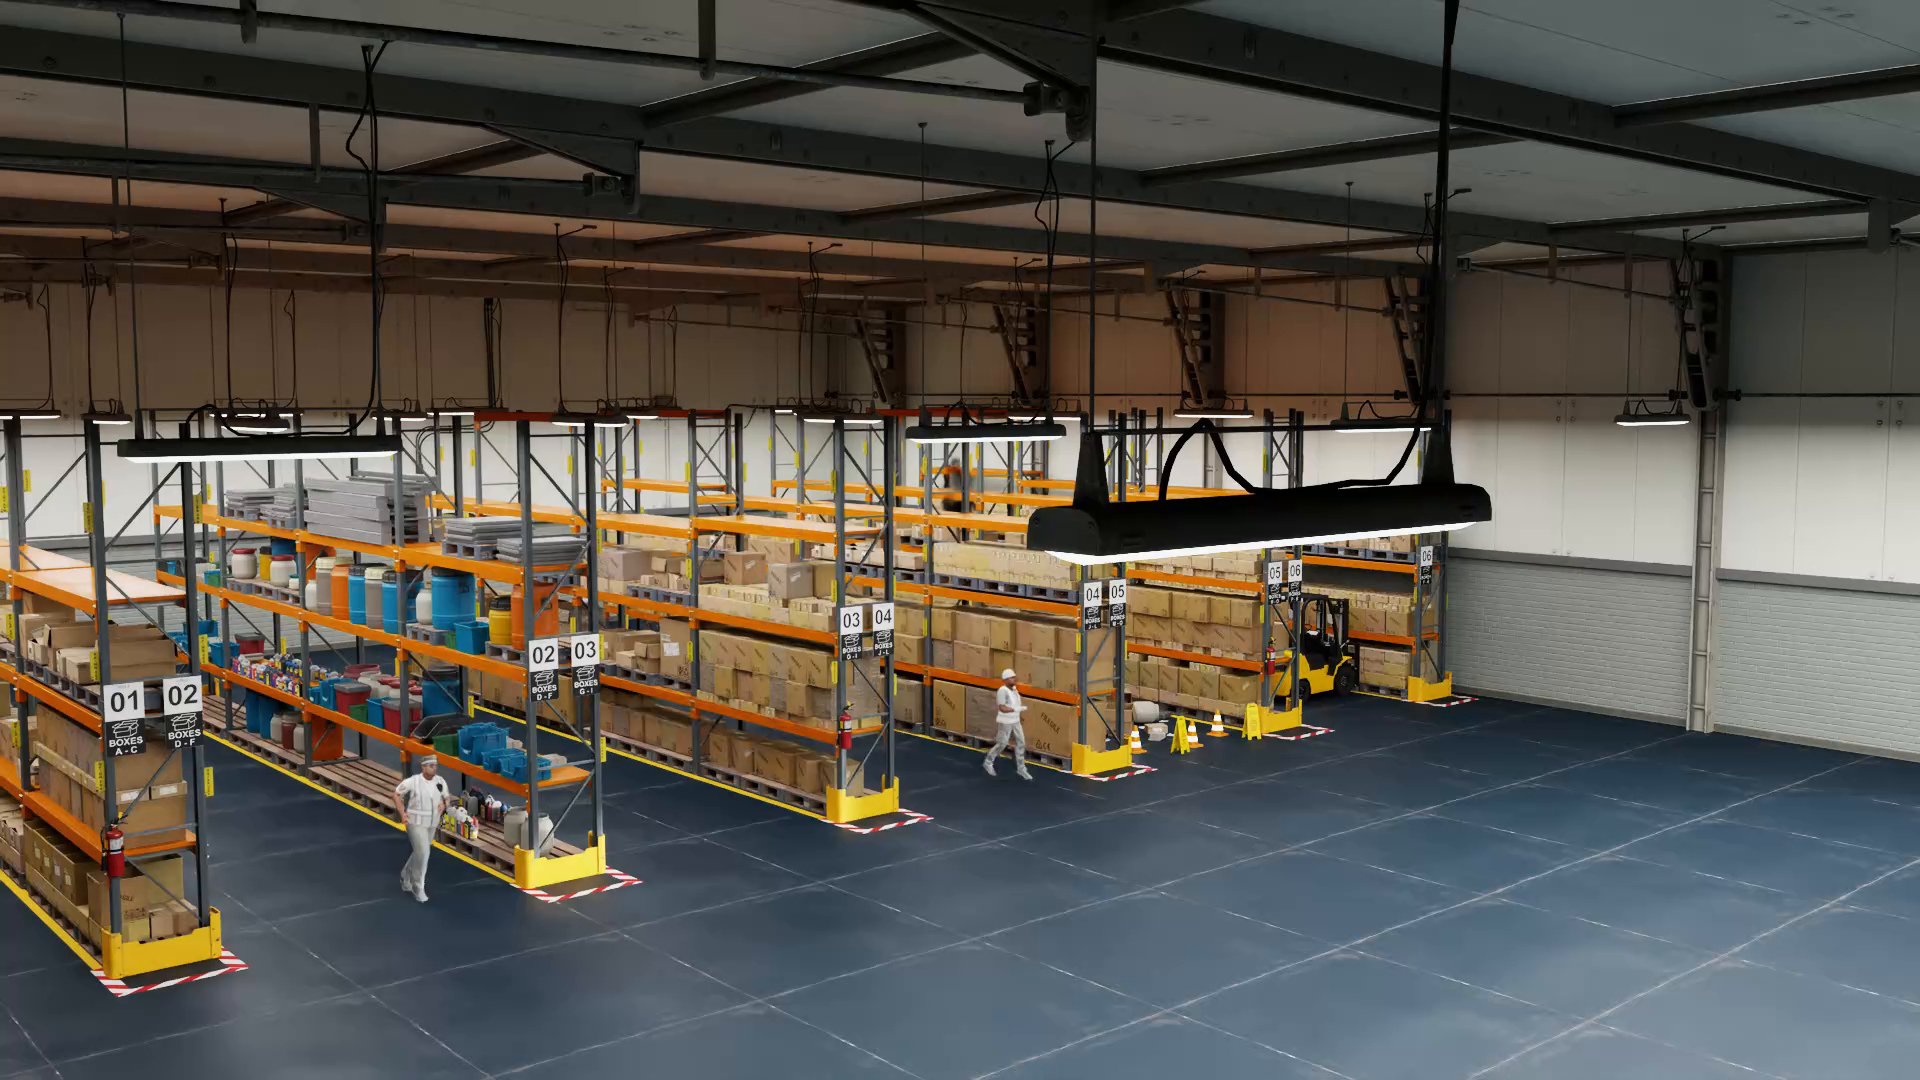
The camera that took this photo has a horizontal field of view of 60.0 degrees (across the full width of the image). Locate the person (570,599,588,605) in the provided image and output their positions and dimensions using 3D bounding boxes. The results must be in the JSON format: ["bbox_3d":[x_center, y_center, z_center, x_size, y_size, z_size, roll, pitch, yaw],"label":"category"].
[{"bbox_3d":[-9.248,1.992,40.274,0.701,1.635,0.828,1,5,14],"label":"person"}]

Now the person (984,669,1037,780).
[{"bbox_3d":[0.820,3.021,27.319,0.933,1.807,0.698,3,6,29],"label":"person"}]

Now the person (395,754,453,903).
[{"bbox_3d":[-6.759,3.618,21.089,0.788,1.816,0.647,4,6,35],"label":"person"}]

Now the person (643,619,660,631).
[{"bbox_3d":[-7.707,1.823,42.121,0.649,1.711,0.900,5,7,44],"label":"person"}]
